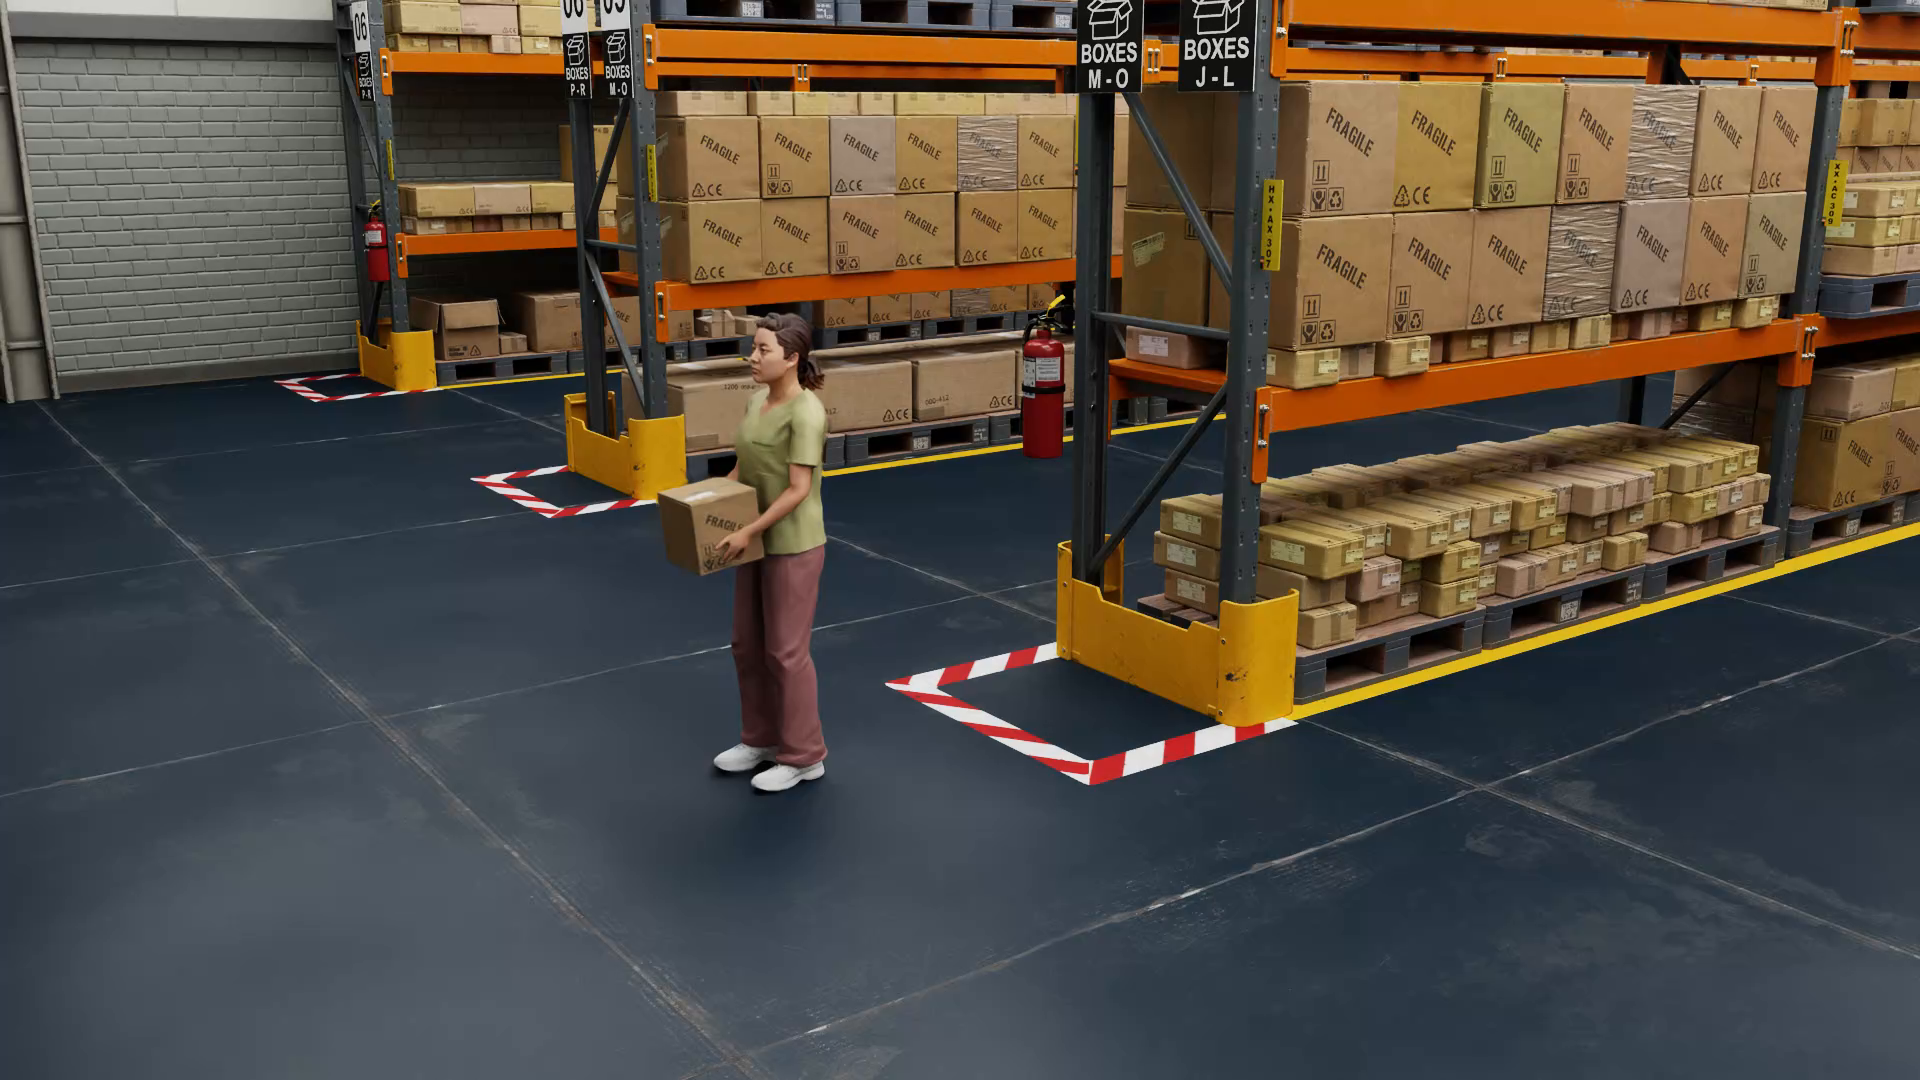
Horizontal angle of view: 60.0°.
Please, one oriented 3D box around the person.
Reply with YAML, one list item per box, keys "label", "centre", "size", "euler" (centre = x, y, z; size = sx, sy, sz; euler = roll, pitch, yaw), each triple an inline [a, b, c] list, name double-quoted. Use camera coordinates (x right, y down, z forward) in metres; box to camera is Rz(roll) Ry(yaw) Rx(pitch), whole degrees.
- label: "person"
  centre: [-0.689, 0.046, 5.833]
  size: [0.511, 1.673, 0.456]
  euler: [-10, 18, -35]
